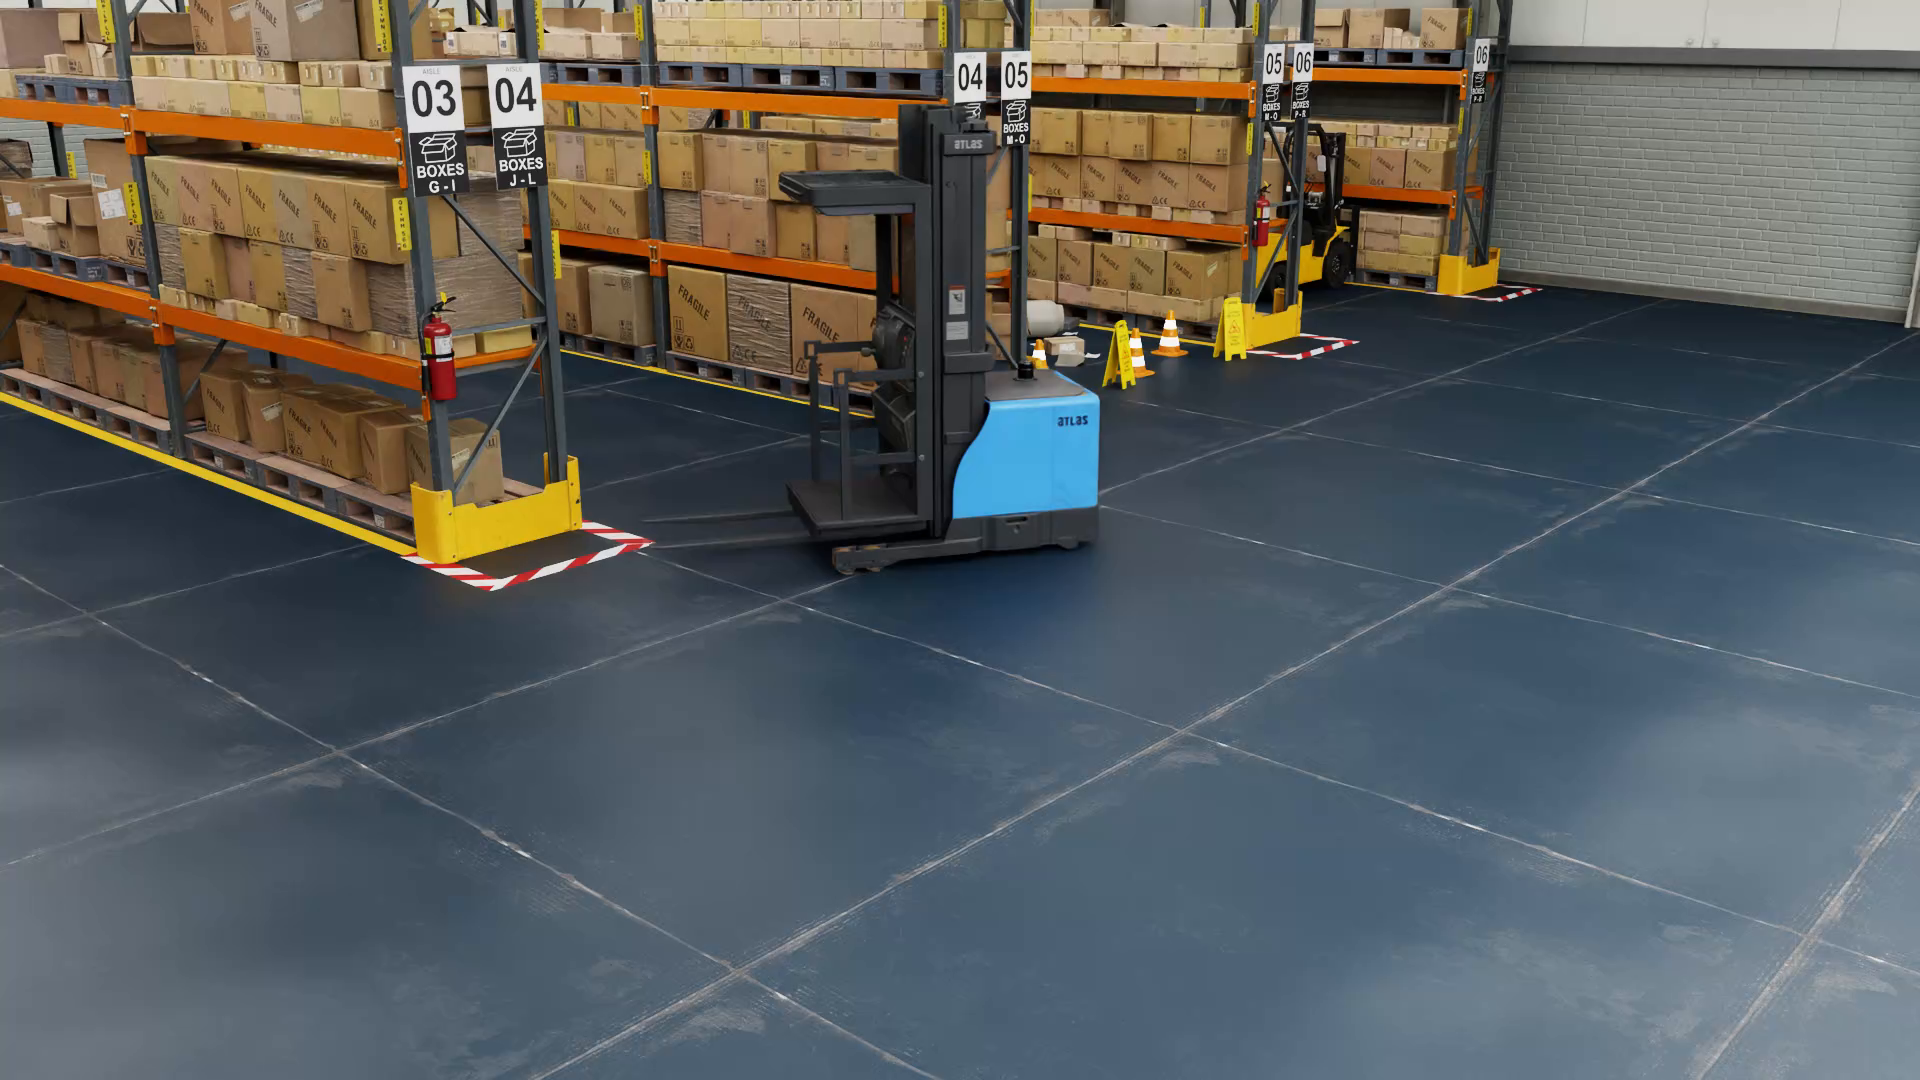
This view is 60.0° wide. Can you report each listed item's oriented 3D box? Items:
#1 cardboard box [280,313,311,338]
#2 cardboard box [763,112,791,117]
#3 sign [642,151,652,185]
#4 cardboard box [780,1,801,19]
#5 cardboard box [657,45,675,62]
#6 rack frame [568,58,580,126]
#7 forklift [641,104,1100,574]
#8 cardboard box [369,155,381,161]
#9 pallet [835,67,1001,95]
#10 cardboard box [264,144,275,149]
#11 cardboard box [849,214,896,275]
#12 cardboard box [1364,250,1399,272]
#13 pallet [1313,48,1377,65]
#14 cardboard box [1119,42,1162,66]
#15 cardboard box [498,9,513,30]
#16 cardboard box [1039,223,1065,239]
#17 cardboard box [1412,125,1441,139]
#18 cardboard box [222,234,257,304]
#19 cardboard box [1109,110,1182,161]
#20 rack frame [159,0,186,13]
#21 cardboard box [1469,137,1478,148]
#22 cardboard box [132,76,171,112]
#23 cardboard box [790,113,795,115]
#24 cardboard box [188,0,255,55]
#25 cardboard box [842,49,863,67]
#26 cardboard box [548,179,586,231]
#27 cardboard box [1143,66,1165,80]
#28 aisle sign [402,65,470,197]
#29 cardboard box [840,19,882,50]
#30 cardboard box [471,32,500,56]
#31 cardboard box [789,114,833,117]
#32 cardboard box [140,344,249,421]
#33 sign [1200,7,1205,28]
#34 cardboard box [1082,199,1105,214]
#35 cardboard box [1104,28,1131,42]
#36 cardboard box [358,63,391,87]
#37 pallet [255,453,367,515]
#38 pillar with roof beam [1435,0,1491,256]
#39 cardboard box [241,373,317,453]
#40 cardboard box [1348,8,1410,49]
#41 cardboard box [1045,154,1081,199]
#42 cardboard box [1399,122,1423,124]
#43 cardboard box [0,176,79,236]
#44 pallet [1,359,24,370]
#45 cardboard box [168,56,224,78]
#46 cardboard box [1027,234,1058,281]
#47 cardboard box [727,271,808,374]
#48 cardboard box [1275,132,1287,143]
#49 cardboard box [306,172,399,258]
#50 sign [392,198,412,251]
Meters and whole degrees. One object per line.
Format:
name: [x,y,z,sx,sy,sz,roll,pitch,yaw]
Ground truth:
cardboard box: [-4.677,-1.579,12.043,0.250,0.149,0.380,15,23,39]
cardboard box: [-2.748,-5.938,23.544,0.500,0.500,0.500,14,22,37]
sign: [-3.112,-3.705,16.545,0.005,0.325,0.100,15,23,39]
cardboard box: [-1.386,-4.748,14.891,0.250,0.149,0.380,15,23,40]
cardboard box: [-2.713,-4.724,16.134,0.250,0.149,0.380,15,23,38]
rack frame: [-5.533,-6.062,25.755,0.127,3.000,1.000,15,23,39]
forklift: [-0.623,-1.354,11.031,3.031,2.935,1.130,-5,18,-15]
cardboard box: [-6.804,-4.581,19.825,0.250,0.149,0.380,16,24,41]
pallet: [-0.329,-4.047,14.592,1.213,0.211,1.003,15,23,39]
cardboard box: [-8.754,-5.103,21.469,0.250,0.149,0.380,17,24,42]
cardboard box: [-0.501,-2.754,15.082,0.550,0.550,0.875,15,23,39]
cardboard box: [5.808,-3.791,22.450,0.500,0.250,0.500,15,23,39]
pallet: [5.306,-6.557,22.501,1.213,0.211,1.003,15,23,39]
cardboard box: [2.114,-5.399,18.462,0.500,0.250,0.500,16,24,41]
cardboard box: [-7.116,-8.152,26.356,0.500,0.500,0.500,16,23,40]
cardboard box: [1.152,-3.691,19.823,0.250,0.149,0.380,16,24,41]
cardboard box: [6.122,-5.342,21.756,0.250,0.149,0.380,15,23,39]
cardboard box: [-5.040,-2.113,12.654,0.500,0.500,0.875,15,23,39]
cardboard box: [2.092,-4.554,18.694,0.500,0.500,0.700,15,23,39]
rack frame: [-11.735,-8.585,23.785,0.127,3.000,1.000,15,23,39]
cardboard box: [6.653,-5.260,21.990,0.250,0.149,0.380,14,23,38]
cardboard box: [-5.961,-3.424,12.730,0.500,0.250,0.500,14,22,37]
cardboard box: [-3.178,-7.973,30.292,0.500,0.500,0.500,14,23,38]
cardboard box: [-5.621,-4.039,12.936,0.500,0.500,0.500,14,22,38]
cardboard box: [-0.810,-4.214,14.527,0.250,0.149,0.380,15,23,40]
cardboard box: [-4.083,-3.611,17.865,0.500,0.500,0.500,15,23,40]
cardboard box: [2.243,-5.180,18.432,0.250,0.149,0.380,15,23,39]
aisle sign: [-3.288,-2.570,10.452,0.004,0.787,0.394,15,23,39]
cardboard box: [-0.693,-4.396,14.443,0.500,0.250,0.500,15,23,39]
cardboard box: [-4.981,-5.429,18.190,0.500,0.250,0.500,16,24,41]
cardboard box: [-2.017,-5.620,23.011,0.500,0.500,0.500,14,22,38]
cardboard box: [-6.572,-1.360,14.344,0.500,0.500,0.700,13,22,35]
sign: [3.390,-7.281,23.262,0.005,0.325,0.100,15,23,39]
cardboard box: [1.631,-3.897,19.348,0.250,0.149,0.380,15,23,39]
cardboard box: [1.824,-5.644,18.576,0.250,0.149,0.380,16,23,41]
cardboard box: [-3.667,-3.023,10.808,0.250,0.149,0.380,14,22,38]
pallet: [-4.685,-0.513,12.879,1.213,0.211,1.003,15,23,39]
pillar with roof beam: [3.954,-7.006,18.810,0.400,9.000,9.100,15,23,39]
cardboard box: [-5.421,-1.020,13.305,0.500,0.500,0.500,-10,20,-28]
cardboard box: [5.542,-6.764,21.982,0.500,0.500,0.700,15,23,40]
cardboard box: [1.353,-4.295,19.528,0.500,0.500,0.500,15,23,39]
cardboard box: [6.070,-5.554,22.424,0.250,0.149,0.380,15,23,40]
cardboard box: [-8.689,-3.165,15.768,0.500,0.500,0.500,12,21,33]
pallet: [-9.659,-1.863,17.134,1.213,0.211,1.003,15,23,39]
cardboard box: [-5.655,-3.530,12.405,0.250,0.149,0.380,15,23,40]
cardboard box: [1.121,-3.419,20.037,0.500,0.500,0.500,16,24,41]
cardboard box: [-1.659,-2.181,16.343,0.875,0.875,0.875,15,23,40]
cardboard box: [4.545,-5.596,23.048,0.250,0.149,0.380,15,23,39]
cardboard box: [-4.089,-2.230,11.371,0.500,0.500,0.500,15,23,39]
sign: [-3.519,-1.992,10.492,0.005,0.325,0.100,15,23,39]
